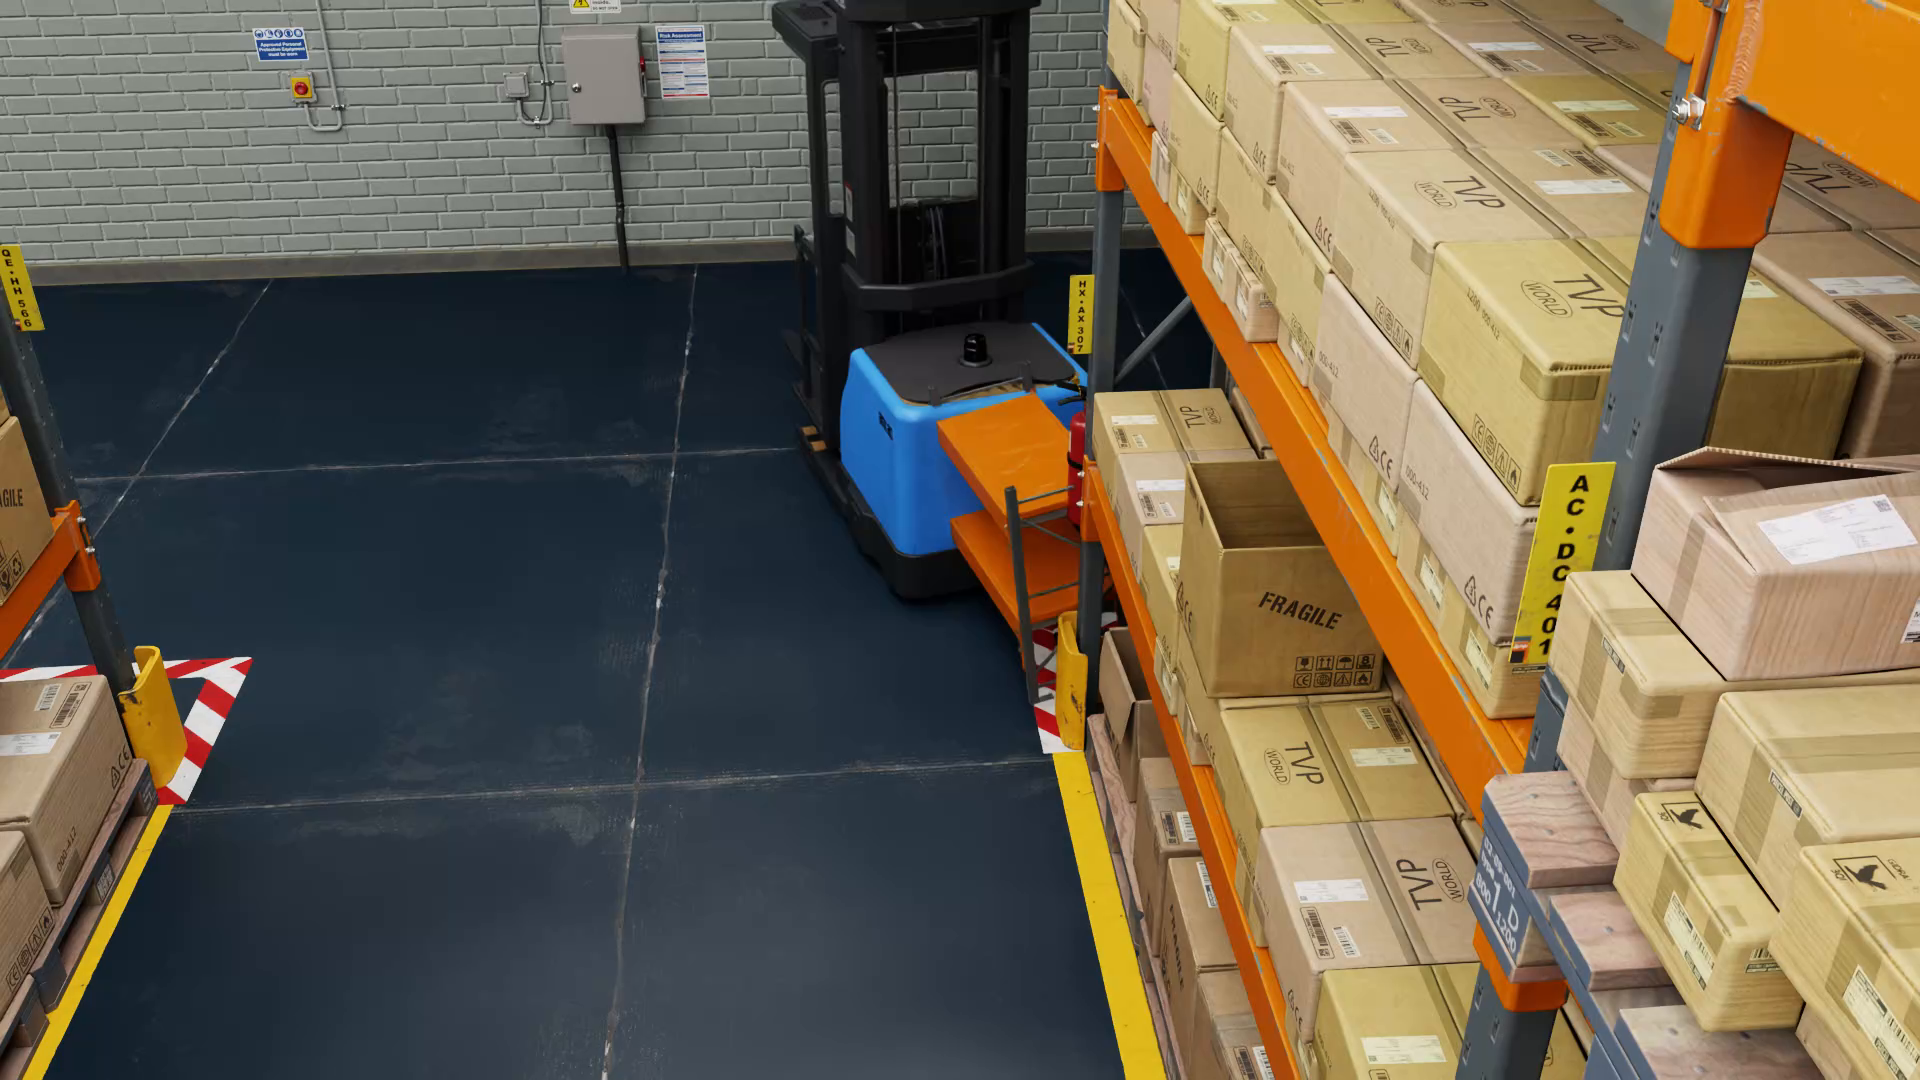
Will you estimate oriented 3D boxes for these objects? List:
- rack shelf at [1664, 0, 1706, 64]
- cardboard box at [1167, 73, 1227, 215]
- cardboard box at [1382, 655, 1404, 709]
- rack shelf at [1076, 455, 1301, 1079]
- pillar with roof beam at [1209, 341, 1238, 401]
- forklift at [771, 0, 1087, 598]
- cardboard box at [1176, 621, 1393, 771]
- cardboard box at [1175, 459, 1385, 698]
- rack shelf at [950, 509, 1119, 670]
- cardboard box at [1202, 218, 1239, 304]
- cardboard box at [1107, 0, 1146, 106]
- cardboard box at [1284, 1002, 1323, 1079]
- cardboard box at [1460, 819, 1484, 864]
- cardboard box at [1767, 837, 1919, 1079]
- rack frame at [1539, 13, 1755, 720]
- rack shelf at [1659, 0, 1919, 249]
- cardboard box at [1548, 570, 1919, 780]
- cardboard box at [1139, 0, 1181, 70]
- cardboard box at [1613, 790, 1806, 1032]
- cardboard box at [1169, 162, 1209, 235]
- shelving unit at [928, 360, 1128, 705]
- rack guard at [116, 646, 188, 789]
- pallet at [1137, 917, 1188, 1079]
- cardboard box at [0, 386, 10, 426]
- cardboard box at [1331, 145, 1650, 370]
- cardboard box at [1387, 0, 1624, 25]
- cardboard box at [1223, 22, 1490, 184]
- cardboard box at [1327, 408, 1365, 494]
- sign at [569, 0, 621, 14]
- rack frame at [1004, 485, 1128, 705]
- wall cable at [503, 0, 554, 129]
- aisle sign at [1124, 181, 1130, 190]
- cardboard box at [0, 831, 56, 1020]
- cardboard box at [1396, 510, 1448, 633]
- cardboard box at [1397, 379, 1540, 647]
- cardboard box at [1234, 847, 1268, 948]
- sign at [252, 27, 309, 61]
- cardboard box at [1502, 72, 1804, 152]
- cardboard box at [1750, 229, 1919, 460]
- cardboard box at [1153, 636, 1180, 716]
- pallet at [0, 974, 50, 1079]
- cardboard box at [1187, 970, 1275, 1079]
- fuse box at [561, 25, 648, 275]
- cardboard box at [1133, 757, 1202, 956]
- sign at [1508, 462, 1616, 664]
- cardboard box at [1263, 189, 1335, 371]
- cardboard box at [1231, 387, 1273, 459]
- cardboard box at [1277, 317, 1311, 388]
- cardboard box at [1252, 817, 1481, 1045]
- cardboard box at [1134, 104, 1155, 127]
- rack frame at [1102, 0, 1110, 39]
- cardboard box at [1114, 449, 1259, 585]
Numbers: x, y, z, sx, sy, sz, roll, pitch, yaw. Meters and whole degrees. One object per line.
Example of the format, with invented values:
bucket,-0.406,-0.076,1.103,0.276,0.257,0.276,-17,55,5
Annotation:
rack shelf,1.199,-1.770,3.642,1.077,0.370,4.000,-3,31,-5
cardboard box,0.884,-1.117,4.625,0.500,0.250,0.500,-4,31,-6
cardboard box,1.456,0.416,4.984,0.500,0.250,0.500,-3,31,-5
rack shelf,1.199,0.804,5.180,1.077,0.370,4.000,-3,31,-5
pillar with roof beam,-2.629,-4.315,7.198,9.100,9.000,0.400,-3,31,-5
forklift,-0.304,-1.717,8.766,1.130,2.935,3.031,-10,32,-17
cardboard box,0.953,0.432,4.958,0.500,0.250,0.500,-4,31,-6
cardboard box,0.926,0.099,4.783,0.500,0.500,0.500,-2,31,-3
rack shelf,0.346,0.153,7.732,0.538,0.278,1.000,-16,34,-12
cardboard box,0.857,-0.744,4.391,0.380,0.149,0.250,-3,31,-4
cardboard box,0.781,-1.637,5.497,0.500,0.250,0.500,-3,31,-5
cardboard box,1.010,1.210,4.044,0.380,0.149,0.250,-2,31,-3
cardboard box,1.554,0.932,4.121,0.500,0.250,0.500,-3,31,-5
cardboard box,1.054,0.424,1.639,0.380,0.149,0.250,-3,31,-6
rack frame,1.385,-1.059,1.748,1.000,3.000,0.127,-3,31,-5
rack shelf,1.572,0.443,0.325,1.077,0.370,4.000,-3,31,-5
cardboard box,0.977,0.159,2.081,0.380,0.149,0.250,-2,31,-3
cardboard box,0.832,-1.592,4.934,0.500,0.250,0.500,-3,31,-5
cardboard box,1.007,0.419,1.937,0.380,0.149,0.250,-2,31,-4
cardboard box,0.820,-1.002,4.822,0.380,0.149,0.250,-3,31,-5
shelving unit,0.319,-0.051,7.600,0.538,1.125,1.048,-16,34,-12
rack guard,-3.932,0.775,6.965,1.175,0.500,0.348,-3,31,-5
pallet,1.205,1.739,5.633,1.003,0.211,1.213,-3,31,-5
cardboard box,-3.648,-0.523,5.629,0.500,0.500,0.500,-2,31,-3
cardboard box,1.043,-0.554,3.196,0.500,0.250,0.500,-3,31,-5
cardboard box,1.438,-1.350,4.528,0.500,0.250,0.500,-2,31,-4
cardboard box,0.950,-1.077,4.071,0.500,0.250,0.500,-2,31,-3
cardboard box,1.003,-0.221,3.515,0.380,0.149,0.250,-3,31,-5
sign,-2.449,-3.647,11.126,0.339,0.242,0.001,-3,31,-5
rack frame,0.484,0.195,7.187,0.500,1.125,0.032,-16,34,-12
wall cable,-3.069,-3.674,10.985,0.588,1.984,0.122,-3,31,-5
aisle sign,0.713,-1.662,6.073,0.394,0.787,0.004,-3,31,-5
cardboard box,-3.675,1.433,5.515,0.875,0.438,0.875,-2,31,-3
cardboard box,1.038,0.042,3.074,0.380,0.149,0.250,-3,31,-5
cardboard box,1.091,-0.069,2.871,0.500,0.250,0.500,-3,31,-4
cardboard box,0.961,0.946,4.486,0.380,0.149,0.250,-3,31,-5
sign,-4.534,-3.309,11.101,0.327,0.218,0.001,-3,31,-5
cardboard box,1.511,-0.839,3.672,0.500,0.250,0.500,-3,31,-5
cardboard box,1.622,-0.316,2.797,0.500,0.250,0.500,-3,31,-5
cardboard box,0.840,0.423,5.361,0.380,0.149,0.250,-4,31,-6
pallet,-3.666,1.937,5.301,1.003,0.211,1.213,-3,31,-5
cardboard box,1.113,1.652,5.087,0.700,0.500,0.500,-4,31,-6
fuse box,-2.375,-2.637,11.496,0.539,1.711,0.414,-3,31,-5
cardboard box,1.016,1.122,5.974,0.700,0.500,0.500,-2,31,-3
sign,0.846,0.037,2.334,0.100,0.325,0.005,-3,31,-5
cardboard box,0.996,-0.596,3.753,0.500,0.250,0.500,-2,31,-4
cardboard box,1.319,-0.367,6.295,0.500,0.250,0.500,-2,31,-3
cardboard box,0.978,-0.487,3.961,0.380,0.149,0.250,-2,31,-4
cardboard box,1.033,0.950,4.091,0.500,0.250,0.500,-3,31,-4
cardboard box,0.810,-1.532,5.709,0.380,0.149,0.250,-2,31,-4
rack frame,1.012,-3.101,5.167,1.000,3.000,0.127,-3,31,-5
cardboard box,0.833,-0.087,5.827,0.500,0.250,0.500,-2,31,-4
